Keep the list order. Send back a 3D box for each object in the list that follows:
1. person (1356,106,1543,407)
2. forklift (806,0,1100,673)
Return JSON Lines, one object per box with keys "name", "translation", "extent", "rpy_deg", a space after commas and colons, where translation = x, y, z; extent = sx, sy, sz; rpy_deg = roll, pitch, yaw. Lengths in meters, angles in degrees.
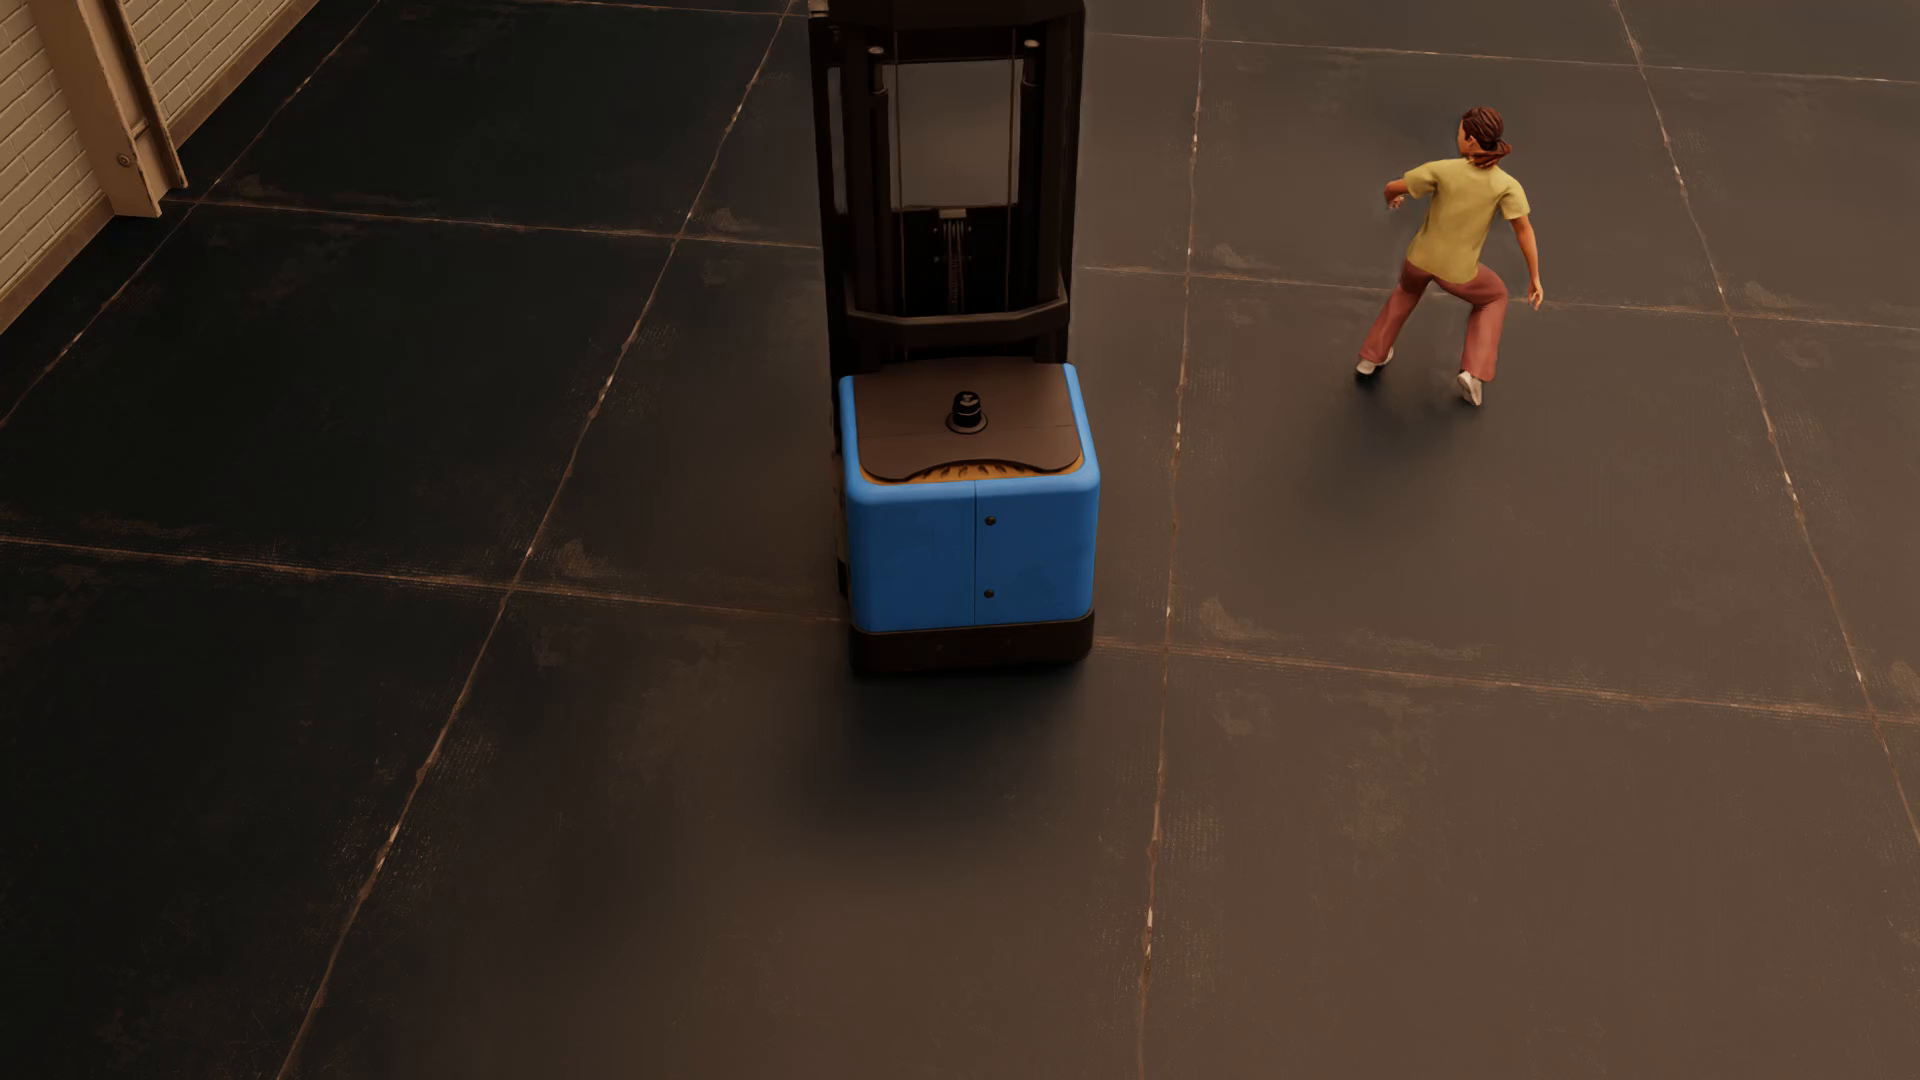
{"name": "person", "translation": [2.503, -1.383, 8.333], "extent": [0.913, 1.567, 0.473], "rpy_deg": [21, 47, 21]}
{"name": "forklift", "translation": [-0.077, -1.499, 7.357], "extent": [1.130, 2.935, 3.031], "rpy_deg": [-4, 43, -4]}
